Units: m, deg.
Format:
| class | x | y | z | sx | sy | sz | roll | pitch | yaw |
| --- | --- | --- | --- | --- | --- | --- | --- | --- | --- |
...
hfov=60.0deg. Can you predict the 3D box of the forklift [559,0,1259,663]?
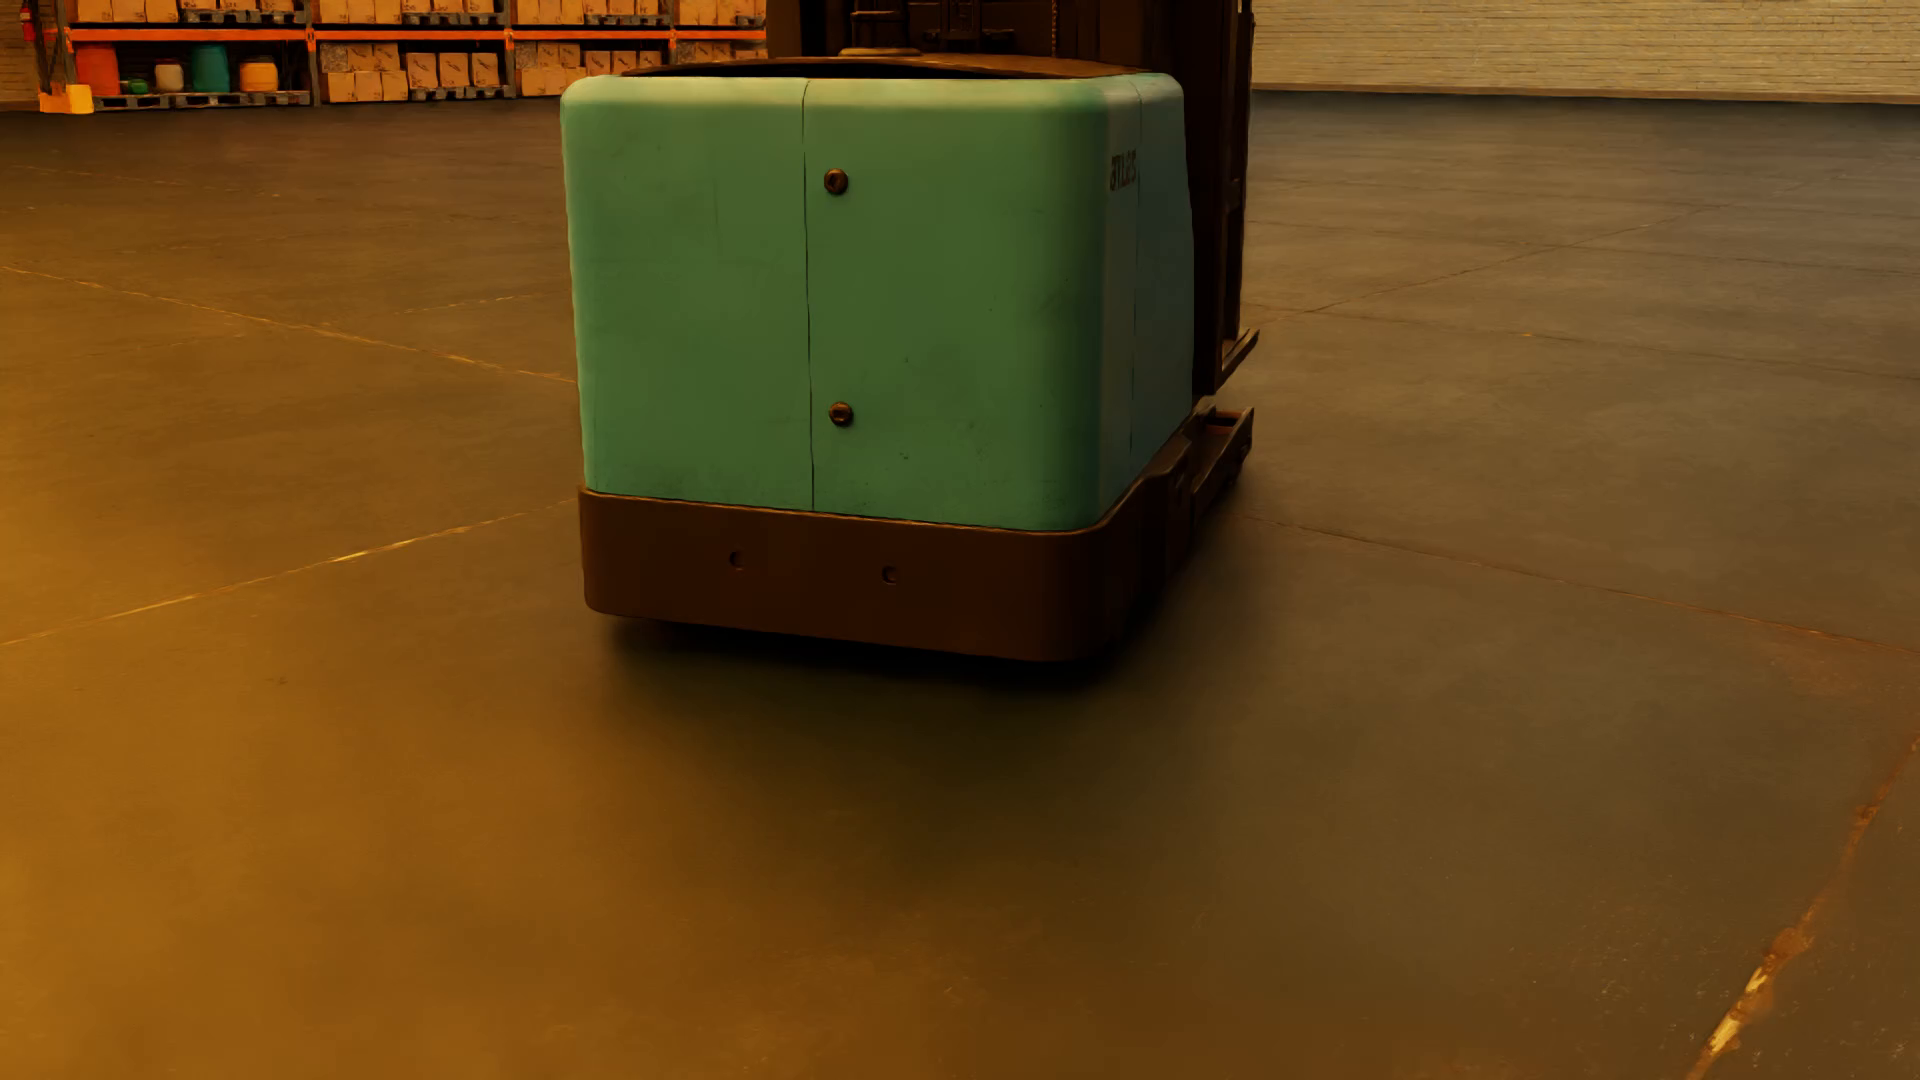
| class | x | y | z | sx | sy | sz | roll | pitch | yaw |
| --- | --- | --- | --- | --- | --- | --- | --- | --- | --- |
| forklift | 0.182 | -1.571 | 4.072 | 1.130 | 2.935 | 3.031 | 5 | 18 | 17 |
